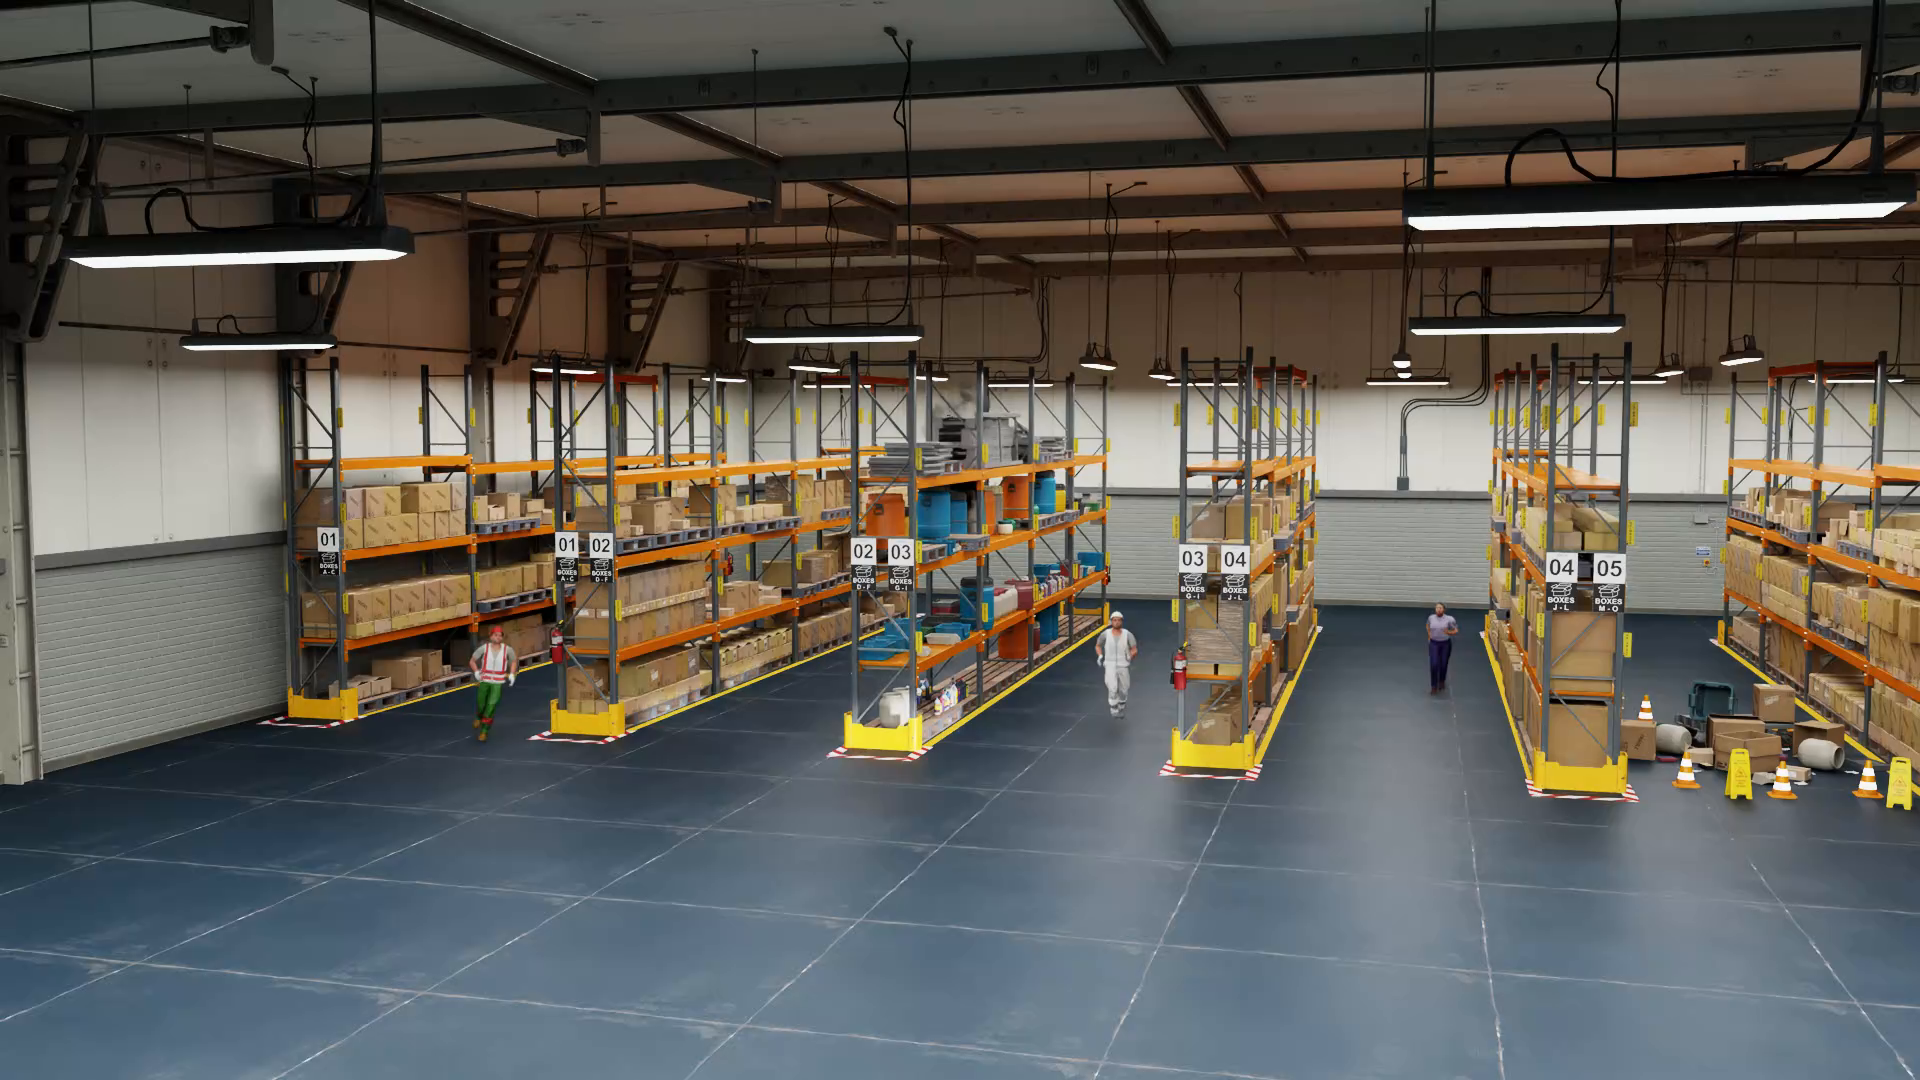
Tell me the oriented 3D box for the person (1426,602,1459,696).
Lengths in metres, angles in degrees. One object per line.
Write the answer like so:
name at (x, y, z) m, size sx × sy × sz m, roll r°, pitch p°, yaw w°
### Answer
person at (8.756, 1.977, 30.219) m, size 0.581 × 1.697 × 0.797 m, roll 1°, pitch 4°, yaw 19°

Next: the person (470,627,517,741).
person at (-7.294, 2.223, 26.020) m, size 0.718 × 1.735 × 0.864 m, roll -1°, pitch 4°, yaw -16°

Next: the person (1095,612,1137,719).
person at (2.465, 1.998, 26.263) m, size 0.663 × 1.734 × 0.743 m, roll 0°, pitch 4°, yaw 4°
